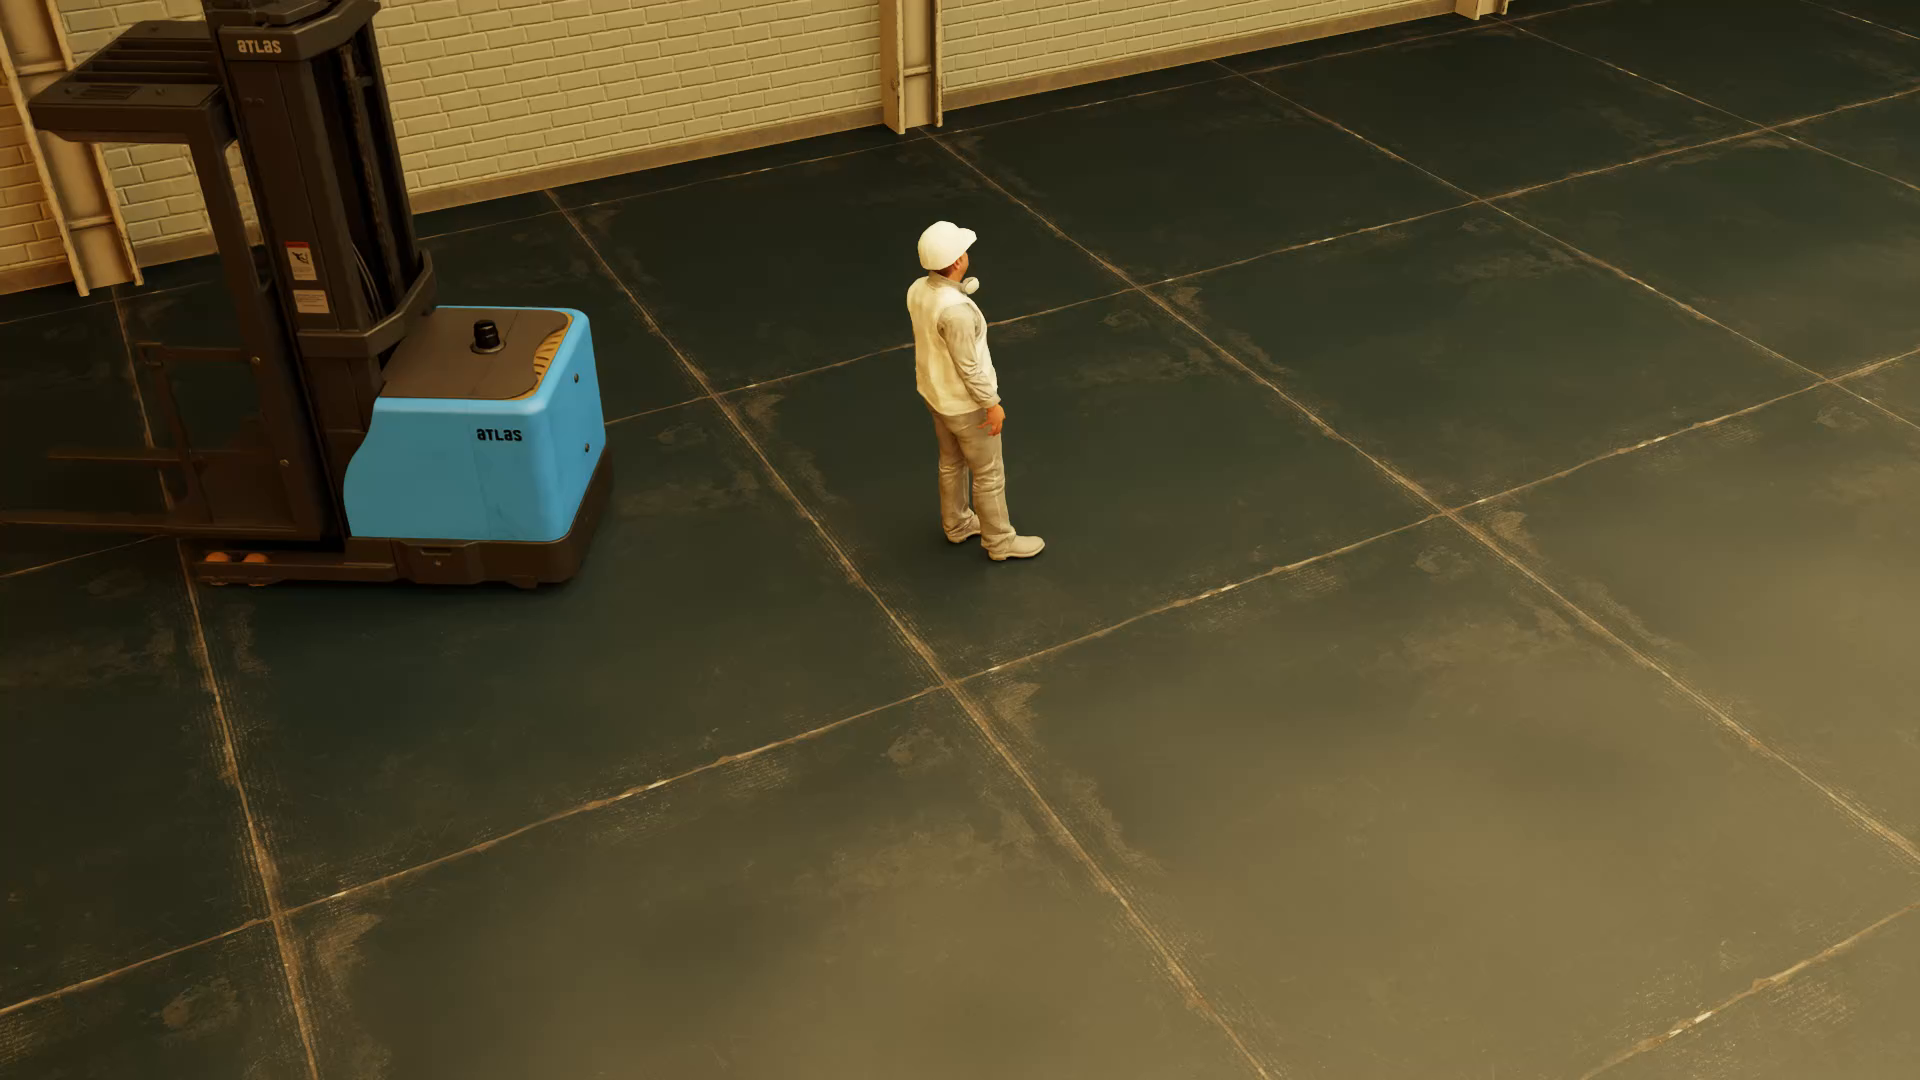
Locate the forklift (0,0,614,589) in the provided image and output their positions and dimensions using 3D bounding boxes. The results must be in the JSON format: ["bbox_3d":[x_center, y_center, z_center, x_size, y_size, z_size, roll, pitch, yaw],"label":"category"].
[{"bbox_3d":[-3.407,-1.266,7.914,3.031,2.935,1.130,2,35,2],"label":"forklift"}]

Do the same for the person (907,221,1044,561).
[{"bbox_3d":[0.059,-0.743,8.164,0.568,1.773,0.632,-17,39,-23],"label":"person"}]
